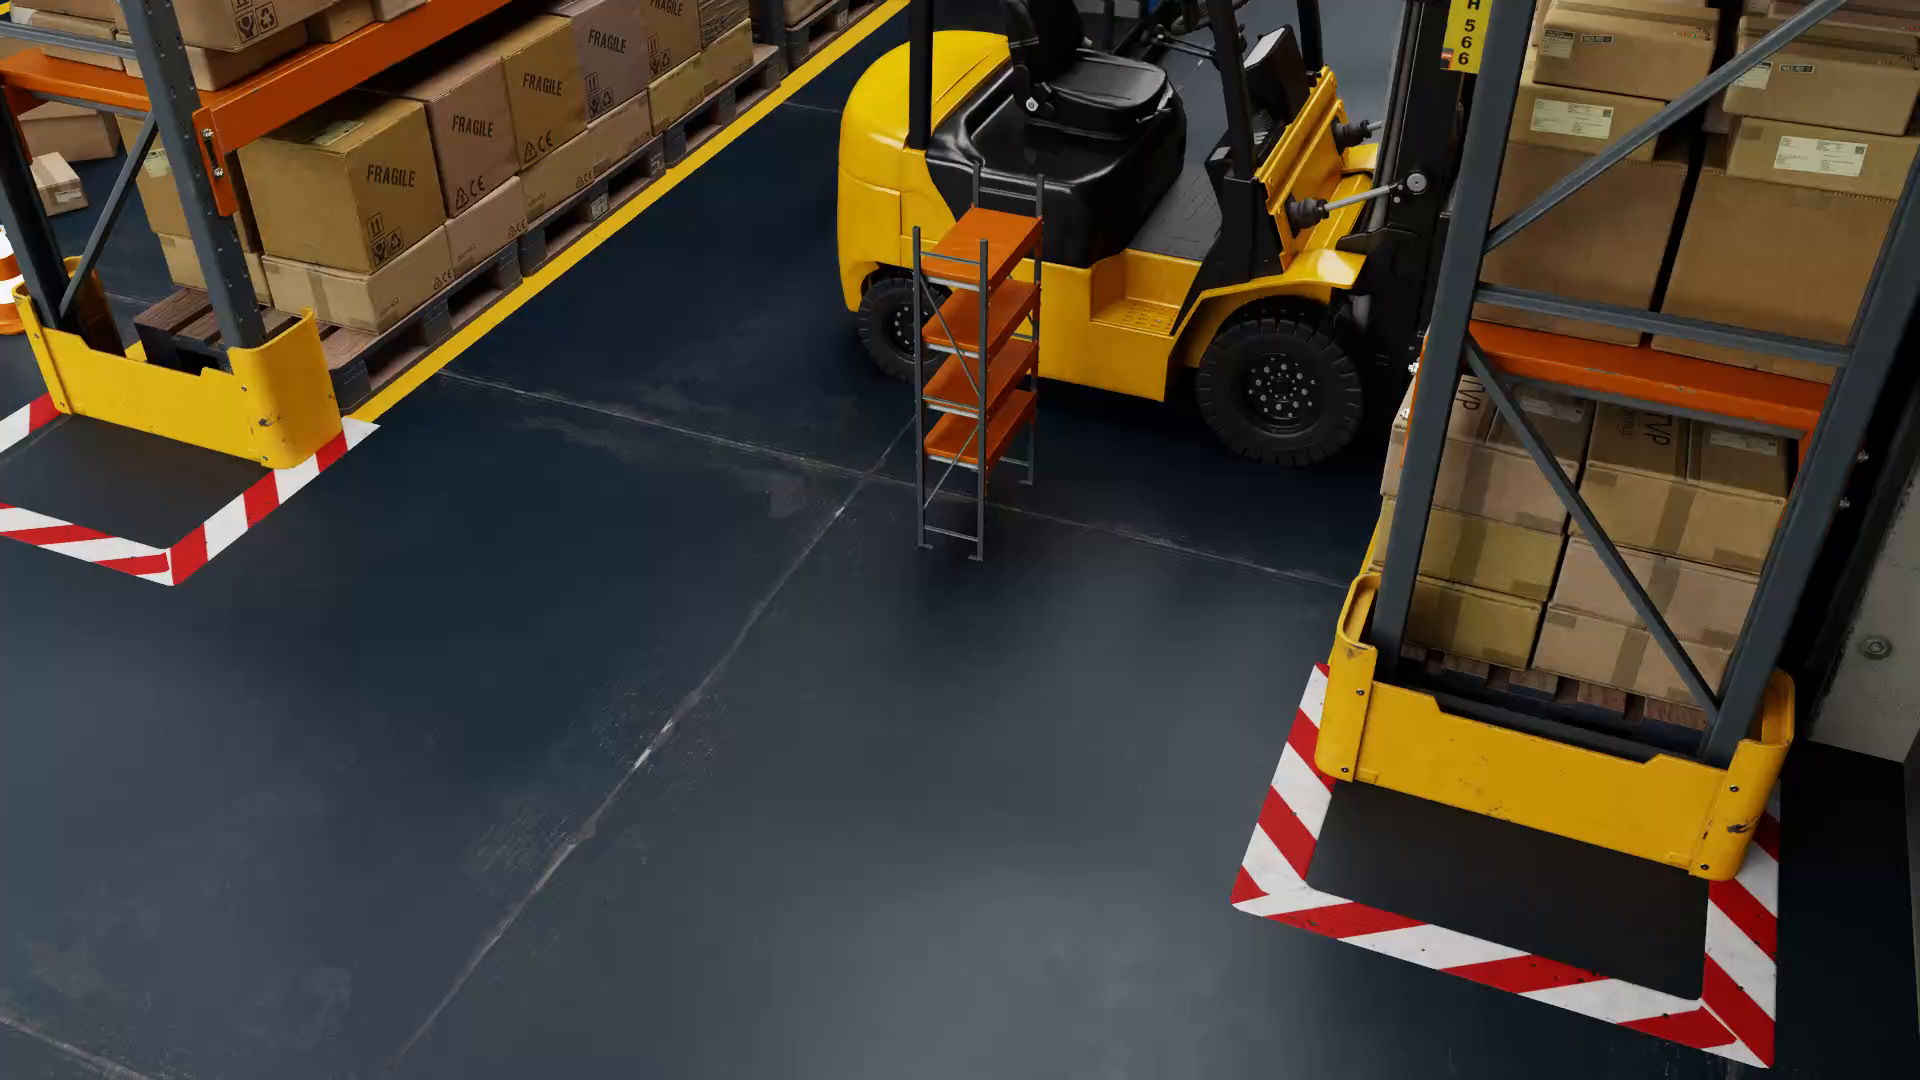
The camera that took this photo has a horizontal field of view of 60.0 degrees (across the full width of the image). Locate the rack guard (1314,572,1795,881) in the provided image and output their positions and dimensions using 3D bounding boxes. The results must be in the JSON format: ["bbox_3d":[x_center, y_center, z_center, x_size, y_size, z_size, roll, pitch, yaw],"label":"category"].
[{"bbox_3d":[1.627,0.510,4.651,1.175,0.500,0.348,14,39,18],"label":"rack guard"}]

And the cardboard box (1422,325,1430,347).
[{"bbox_3d":[1.711,-0.582,5.134,0.500,0.250,0.500,15,39,19],"label":"cardboard box"}]

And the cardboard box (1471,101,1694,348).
[{"bbox_3d":[1.580,-0.877,4.335,0.500,0.500,0.500,13,39,17],"label":"cardboard box"}]

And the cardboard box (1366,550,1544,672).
[{"bbox_3d":[1.522,0.096,5.062,0.500,0.250,0.500,14,39,18],"label":"cardboard box"}]

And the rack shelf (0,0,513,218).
[{"bbox_3d":[-2.195,-2.453,7.127,1.077,0.370,4.000,14,39,18],"label":"rack shelf"}]

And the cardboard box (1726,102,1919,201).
[{"bbox_3d":[2.005,-0.934,3.868,0.380,0.149,0.250,13,39,17],"label":"cardboard box"}]

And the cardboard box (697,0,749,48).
[{"bbox_3d":[-1.411,-2.827,8.346,0.500,0.500,0.500,13,39,17],"label":"cardboard box"}]

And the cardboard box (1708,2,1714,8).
[{"bbox_3d":[1.981,-1.446,5.096,0.500,0.500,0.500,13,39,17],"label":"cardboard box"}]

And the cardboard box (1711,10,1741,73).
[{"bbox_3d":[2.142,-1.224,4.256,0.380,0.149,0.250,13,39,17],"label":"cardboard box"}]

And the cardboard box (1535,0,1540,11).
[{"bbox_3d":[1.717,-1.465,4.331,0.380,0.149,0.250,15,39,19],"label":"cardboard box"}]

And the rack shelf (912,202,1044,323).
[{"bbox_3d":[0.063,-0.887,5.278,0.258,0.148,0.480,14,39,18],"label":"rack shelf"}]

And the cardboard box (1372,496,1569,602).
[{"bbox_3d":[1.532,-0.113,4.924,0.500,0.250,0.500,13,39,17],"label":"cardboard box"}]

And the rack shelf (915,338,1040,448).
[{"bbox_3d":[0.063,-0.518,5.554,0.258,0.148,0.480,14,39,18],"label":"rack shelf"}]

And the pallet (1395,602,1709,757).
[{"bbox_3d":[1.888,0.179,5.334,1.003,0.211,1.213,14,39,18],"label":"pallet"}]

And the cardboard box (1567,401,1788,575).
[{"bbox_3d":[1.994,-0.195,4.617,0.500,0.250,0.500,13,39,17],"label":"cardboard box"}]

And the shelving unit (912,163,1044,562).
[{"bbox_3d":[0.063,-0.572,5.513,0.258,1.200,0.503,14,39,18],"label":"shelving unit"}]

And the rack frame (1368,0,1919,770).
[{"bbox_3d":[1.636,-0.505,3.920,1.000,3.000,0.127,14,39,18],"label":"rack frame"}]

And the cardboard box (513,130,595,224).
[{"bbox_3d":[-1.996,-1.670,7.425,0.500,0.250,0.500,16,40,21],"label":"cardboard box"}]

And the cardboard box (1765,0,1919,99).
[{"bbox_3d":[2.120,-1.194,3.969,0.380,0.149,0.250,15,39,19],"label":"cardboard box"}]

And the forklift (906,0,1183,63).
[{"bbox_3d":[0.393,-3.664,8.204,1.130,2.935,3.031,13,39,17],"label":"forklift"}]

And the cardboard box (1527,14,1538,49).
[{"bbox_3d":[1.578,-1.209,4.237,0.380,0.149,0.250,14,39,18],"label":"cardboard box"}]

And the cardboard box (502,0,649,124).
[{"bbox_3d":[-1.796,-2.262,7.590,0.500,0.500,0.500,16,40,20],"label":"cardboard box"}]

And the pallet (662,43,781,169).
[{"bbox_3d":[-1.657,-2.351,8.720,1.003,0.211,1.213,14,39,18],"label":"pallet"}]

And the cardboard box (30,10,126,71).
[{"bbox_3d":[-3.012,-1.789,5.848,0.380,0.149,0.250,15,39,19],"label":"cardboard box"}]

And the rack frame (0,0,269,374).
[{"bbox_3d":[-2.956,-1.634,5.430,1.000,3.000,0.127,14,39,18],"label":"rack frame"}]

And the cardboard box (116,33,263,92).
[{"bbox_3d":[-2.635,-1.674,5.694,0.380,0.149,0.250,14,39,18],"label":"cardboard box"}]

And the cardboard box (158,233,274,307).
[{"bbox_3d":[-2.888,-1.223,6.826,0.500,0.250,0.500,14,39,18],"label":"cardboard box"}]

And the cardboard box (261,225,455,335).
[{"bbox_3d":[-2.393,-1.084,6.641,0.500,0.250,0.500,14,39,17],"label":"cardboard box"}]

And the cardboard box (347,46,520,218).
[{"bbox_3d":[-2.190,-1.688,6.823,0.500,0.500,0.500,12,39,16],"label":"cardboard box"}]

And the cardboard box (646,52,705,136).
[{"bbox_3d":[-1.604,-2.229,8.173,0.500,0.250,0.500,13,39,17],"label":"cardboard box"}]

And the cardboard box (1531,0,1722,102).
[{"bbox_3d":[1.577,-1.170,3.937,0.380,0.149,0.250,14,39,18],"label":"cardboard box"}]

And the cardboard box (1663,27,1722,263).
[{"bbox_3d":[2.259,-1.050,4.565,0.500,0.500,0.500,15,39,19],"label":"cardboard box"}]

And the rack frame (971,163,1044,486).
[{"bbox_3d":[0.156,-0.707,5.694,0.240,1.200,0.015,14,39,18],"label":"rack frame"}]

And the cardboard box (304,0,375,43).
[{"bbox_3d":[-2.376,-1.945,6.057,0.380,0.149,0.250,13,39,16],"label":"cardboard box"}]

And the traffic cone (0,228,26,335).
[{"bbox_3d":[-3.985,-1.149,6.901,0.336,0.463,0.334,14,39,18],"label":"traffic cone"}]

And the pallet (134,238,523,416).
[{"bbox_3d":[-2.585,-1.001,6.912,1.003,0.211,1.213,14,39,18],"label":"pallet"}]

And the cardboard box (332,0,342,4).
[{"bbox_3d":[-2.325,-2.279,5.962,0.500,0.500,0.500,15,39,19],"label":"cardboard box"}]

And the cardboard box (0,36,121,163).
[{"bbox_3d":[-4.629,-2.183,8.250,0.797,0.503,0.637,-11,38,-14],"label":"cardboard box"}]
